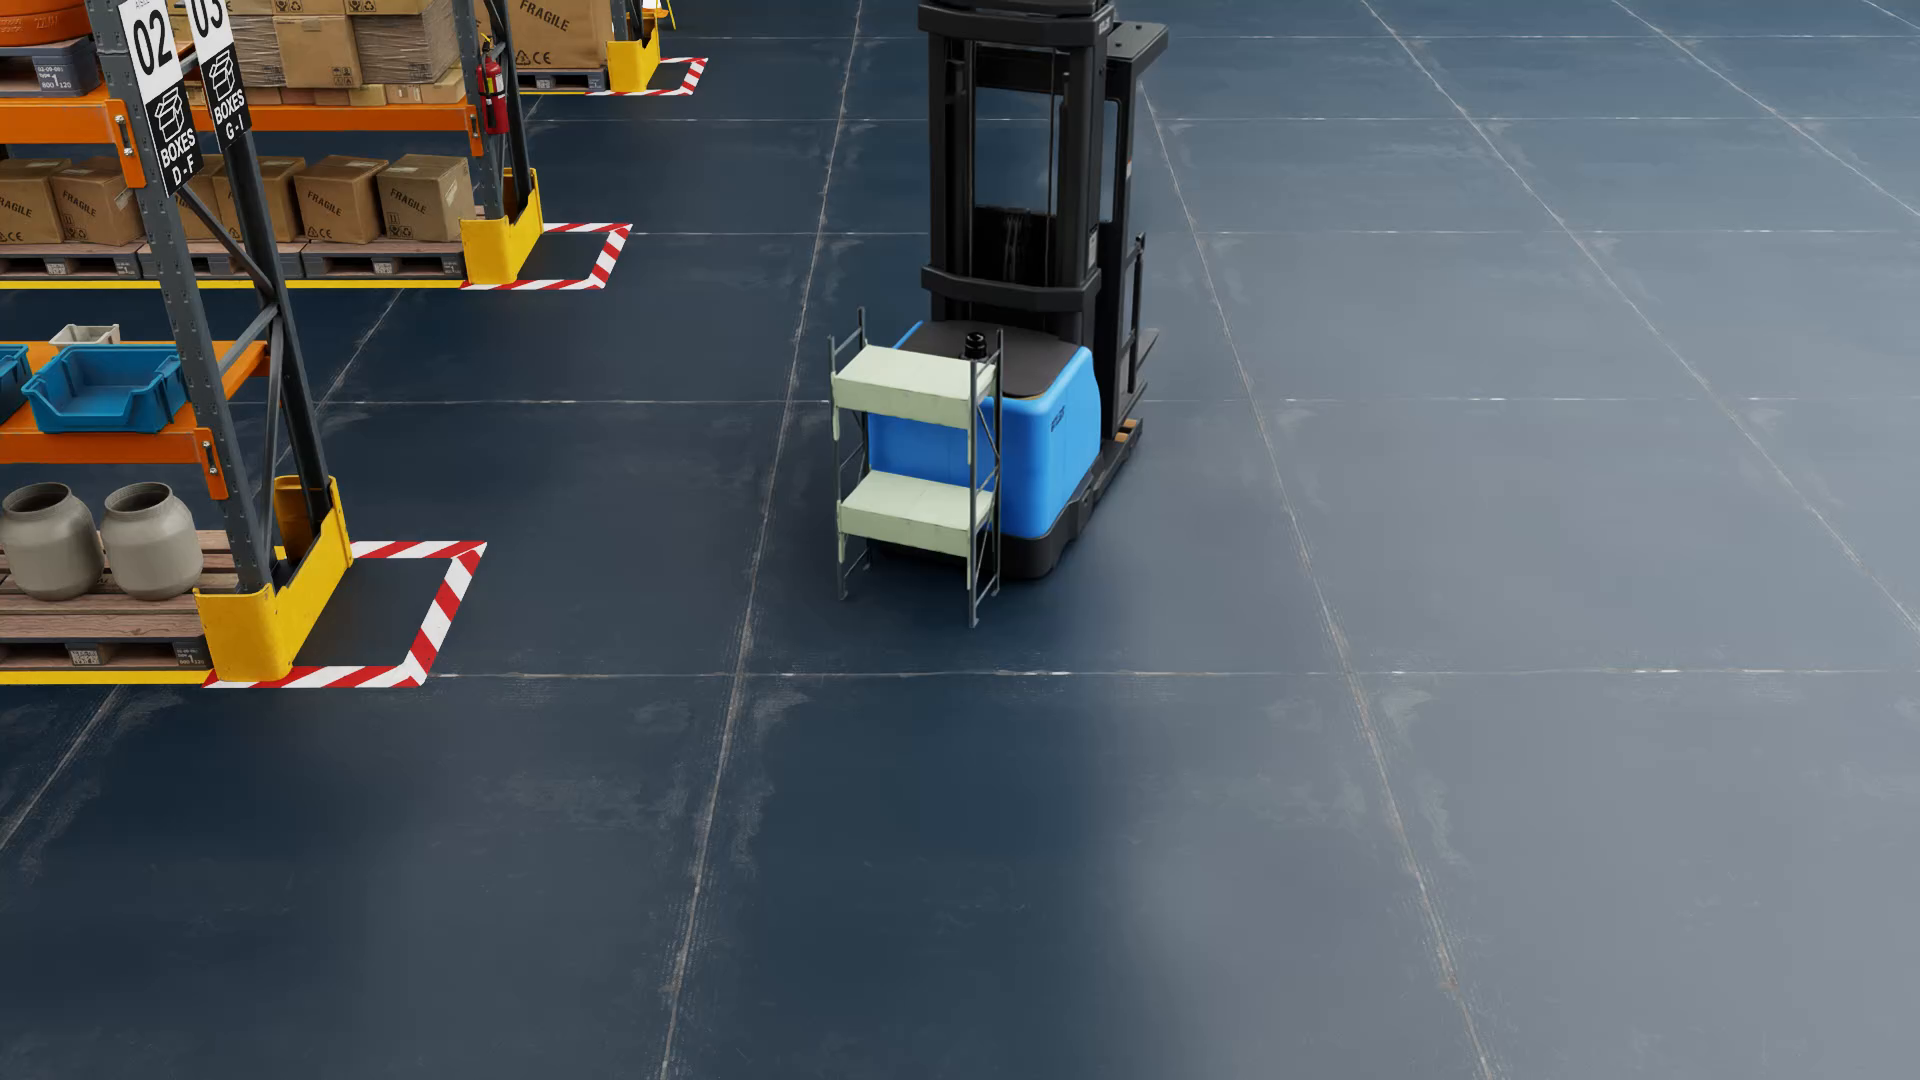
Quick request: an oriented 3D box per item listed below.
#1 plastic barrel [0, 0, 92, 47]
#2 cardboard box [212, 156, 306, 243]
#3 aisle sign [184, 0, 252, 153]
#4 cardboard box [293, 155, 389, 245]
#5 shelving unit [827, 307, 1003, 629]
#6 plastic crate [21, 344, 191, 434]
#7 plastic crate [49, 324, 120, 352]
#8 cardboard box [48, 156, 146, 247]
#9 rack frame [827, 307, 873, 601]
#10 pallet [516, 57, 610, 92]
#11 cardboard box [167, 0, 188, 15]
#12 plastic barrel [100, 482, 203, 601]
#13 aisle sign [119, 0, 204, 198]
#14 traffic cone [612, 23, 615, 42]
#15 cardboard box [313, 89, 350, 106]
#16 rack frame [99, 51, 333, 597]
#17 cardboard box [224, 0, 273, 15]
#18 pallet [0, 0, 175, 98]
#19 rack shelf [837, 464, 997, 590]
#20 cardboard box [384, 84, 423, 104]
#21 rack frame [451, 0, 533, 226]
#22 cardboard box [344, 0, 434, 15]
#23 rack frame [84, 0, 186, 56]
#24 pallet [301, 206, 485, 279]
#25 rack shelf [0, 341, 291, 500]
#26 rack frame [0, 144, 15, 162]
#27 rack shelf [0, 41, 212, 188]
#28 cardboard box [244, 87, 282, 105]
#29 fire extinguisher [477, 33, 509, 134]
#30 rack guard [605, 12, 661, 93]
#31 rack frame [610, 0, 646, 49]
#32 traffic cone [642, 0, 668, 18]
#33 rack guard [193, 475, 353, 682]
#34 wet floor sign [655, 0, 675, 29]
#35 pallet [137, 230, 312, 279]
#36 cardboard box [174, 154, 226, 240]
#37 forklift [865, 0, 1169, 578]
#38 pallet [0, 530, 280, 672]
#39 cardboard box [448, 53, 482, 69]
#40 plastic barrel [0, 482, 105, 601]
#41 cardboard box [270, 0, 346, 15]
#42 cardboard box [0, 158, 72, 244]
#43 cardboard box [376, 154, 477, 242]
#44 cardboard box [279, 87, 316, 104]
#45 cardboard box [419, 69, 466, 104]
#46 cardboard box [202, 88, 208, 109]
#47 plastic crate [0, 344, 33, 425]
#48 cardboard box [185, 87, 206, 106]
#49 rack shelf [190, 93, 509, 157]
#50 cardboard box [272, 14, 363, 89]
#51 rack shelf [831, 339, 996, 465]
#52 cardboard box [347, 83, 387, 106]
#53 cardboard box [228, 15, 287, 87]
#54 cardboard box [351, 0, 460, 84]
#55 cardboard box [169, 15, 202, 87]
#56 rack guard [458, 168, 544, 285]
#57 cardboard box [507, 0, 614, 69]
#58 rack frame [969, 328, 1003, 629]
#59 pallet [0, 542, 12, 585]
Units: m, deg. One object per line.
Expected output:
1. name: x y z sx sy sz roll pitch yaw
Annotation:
1. plastic barrel: -3.884 -2.497 6.763 0.708 0.830 0.600 0 31 0
2. cardboard box: -5.277 -2.594 12.638 0.500 0.500 0.500 3 31 4
3. aisle sign: -3.329 -2.182 7.449 0.004 0.787 0.394 0 31 0
4. cardboard box: -4.651 -2.586 12.625 0.500 0.500 0.500 8 32 13
5. shelving unit: -0.214 -0.352 8.384 0.755 1.500 0.431 11 33 18
6. plastic crate: -3.898 -0.698 7.653 0.616 0.251 0.499 0 31 0
7. plastic crate: -4.296 -0.970 8.211 0.250 0.136 0.298 0 31 0
8. cardboard box: -6.456 -2.572 12.603 0.500 0.500 0.500 10 33 15
9. rack frame: -0.556 -0.419 8.495 0.023 1.500 0.400 11 33 18
10. pallet: -4.157 -4.826 17.000 1.213 0.211 1.003 0 31 0
11. cardboard box: -5.478 -3.953 11.527 0.500 0.500 0.500 0 31 0
12. plastic barrel: -4.057 0.007 8.340 0.421 0.512 0.421 0 31 0
13. aisle sign: -3.325 -1.876 6.944 0.004 0.787 0.394 0 31 0
14. traffic cone: -3.897 -5.711 18.217 0.334 0.463 0.336 0 31 0
15. cardboard box: -4.463 -3.252 11.960 0.250 0.149 0.380 0 31 0
16. rack frame: -3.399 -0.919 7.872 0.127 3.000 1.000 0 31 0
17. cardboard box: -4.977 -3.951 11.522 0.500 0.500 0.500 0 31 0
18. pallet: -4.227 -2.168 7.223 1.213 0.211 1.003 0 31 0
19. rack shelf: -0.214 -0.073 8.553 0.720 0.370 0.431 11 33 18
20. cardboard box: -3.963 -3.272 11.993 0.250 0.149 0.380 0 31 0
21. rack frame: -3.429 -3.488 12.107 0.127 3.000 1.000 0 31 0
22. cardboard box: -3.978 -3.955 11.530 0.500 0.500 0.500 0 31 0
23. rack frame: -3.399 -3.483 6.316 0.127 3.000 1.000 0 31 0
24. pallet: -4.318 -2.311 12.856 1.213 0.211 1.003 0 31 0
25. rack shelf: -5.399 -0.605 8.049 4.000 0.370 1.077 0 31 0
26. rack frame: -7.429 -3.475 12.086 0.127 3.000 1.000 0 31 0
27. rack shelf: -5.399 -1.887 7.271 4.000 0.370 1.077 0 31 0
28. cardboard box: -4.963 -3.260 11.974 0.250 0.149 0.380 0 31 0
29. fire extinguisher: -3.312 -3.216 11.734 0.183 0.674 0.296 0 31 0
30. rack guard: -3.334 -4.992 16.996 0.348 0.500 1.175 0 31 0
31. rack frame: -3.358 -6.061 16.348 0.127 3.000 1.000 0 31 0
32. traffic cone: -3.564 -6.298 19.185 0.334 0.463 0.336 0 31 0
33. rack guard: -3.475 0.175 8.480 0.348 0.500 1.175 0 31 0
34. wet floor sign: -3.341 -6.082 18.651 0.232 0.644 0.267 -5 32 -9
35. pallet: -5.535 -2.309 12.852 1.213 0.211 1.003 0 31 0
36. cardboard box: -5.836 -2.615 12.673 0.500 0.500 0.500 -3 31 -5
37. forklift: 0.479 -1.804 9.398 1.130 2.935 3.031 11 33 18
38. pallet: -4.287 0.298 8.555 1.213 0.211 1.003 0 31 0
39. cardboard box: -3.715 -3.503 12.374 0.250 0.149 0.380 0 31 0
40. plastic barrel: -4.558 0.009 8.337 0.421 0.512 0.421 0 31 0
41. cardboard box: -4.477 -3.951 11.523 0.500 0.500 0.500 0 31 0
42. cardboard box: -7.029 -2.567 12.594 0.500 0.500 0.500 -1 31 -2
43. cardboard box: -4.054 -2.605 12.657 0.500 0.500 0.500 5 32 9
44. cardboard box: -4.713 -3.272 11.994 0.250 0.149 0.380 0 31 0
45. cardboard box: -3.713 -3.272 11.994 0.250 0.149 0.380 0 31 0
46. cardboard box: -5.212 -3.213 11.896 0.250 0.149 0.380 0 31 0
47. plastic crate: -4.547 -0.699 7.654 0.408 0.251 0.499 0 31 0
48. cardboard box: -5.463 -3.249 11.955 0.250 0.149 0.380 0 31 0
49. rack shelf: -5.429 -3.174 12.283 4.000 0.370 1.077 0 31 0
50. cardboard box: -4.478 -3.606 11.919 0.500 0.500 0.875 0 31 0
51. rack shelf: -0.214 -0.685 8.181 0.720 0.370 0.431 11 33 18
52. cardboard box: -4.212 -3.244 11.948 0.250 0.149 0.380 0 31 0
53. cardboard box: -4.979 -3.627 11.954 0.500 0.500 0.875 0 31 0
54. cardboard box: -3.979 -3.670 12.024 0.500 0.500 0.875 0 31 0
55. cardboard box: -5.479 -3.632 11.961 0.500 0.500 0.875 0 31 0
56. rack guard: -3.505 -2.419 12.755 0.348 0.500 1.175 0 31 0
57. cardboard box: -4.036 -5.296 16.730 0.875 0.875 0.875 0 31 0
58. rack frame: 0.128 -0.284 8.272 0.023 1.500 0.400 11 33 18
59. pallet: -5.504 0.300 8.552 1.213 0.211 1.003 0 31 0
